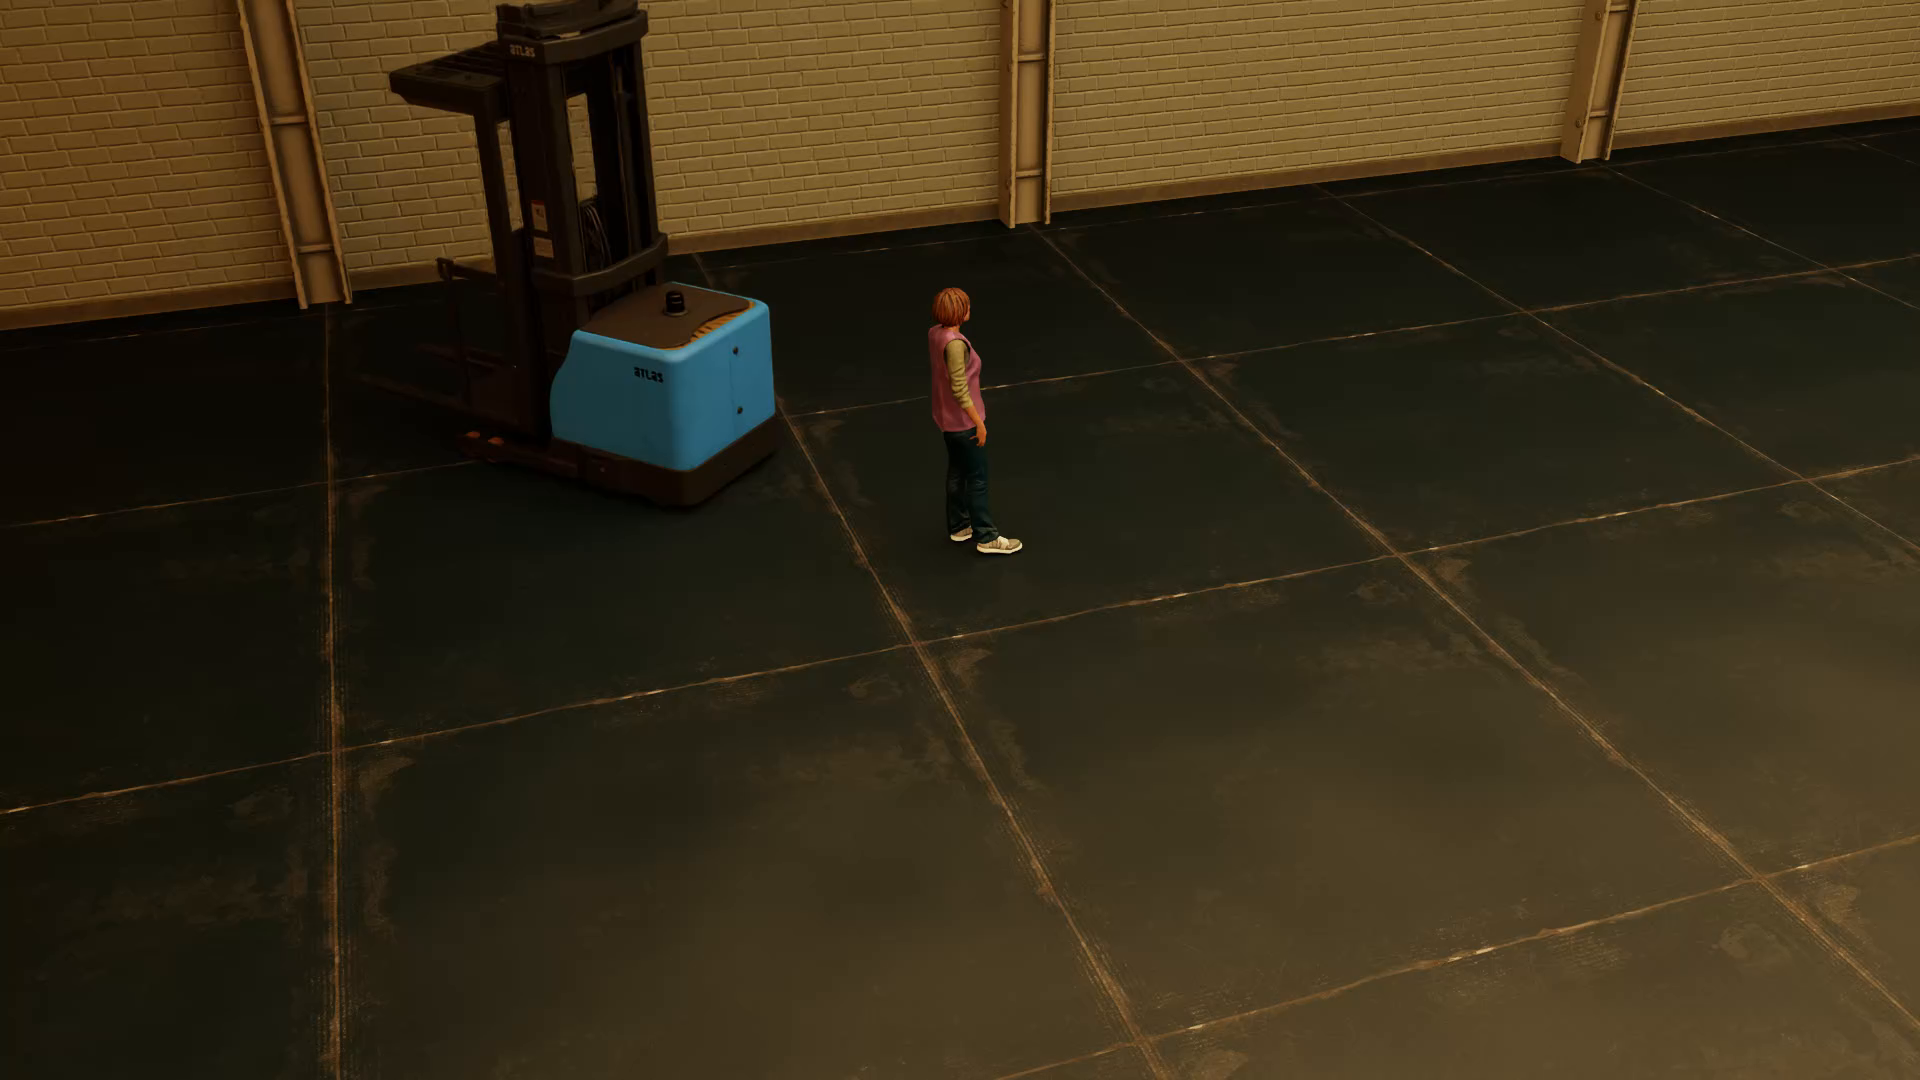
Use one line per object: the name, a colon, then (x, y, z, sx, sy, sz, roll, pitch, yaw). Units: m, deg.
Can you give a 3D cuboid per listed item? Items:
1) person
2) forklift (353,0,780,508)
person: (0.076, -0.704, 9.634, 0.472, 1.600, 0.520, -10, 31, -16)
forklift: (-2.731, -1.988, 10.543, 3.031, 2.935, 1.130, 15, 33, 25)
